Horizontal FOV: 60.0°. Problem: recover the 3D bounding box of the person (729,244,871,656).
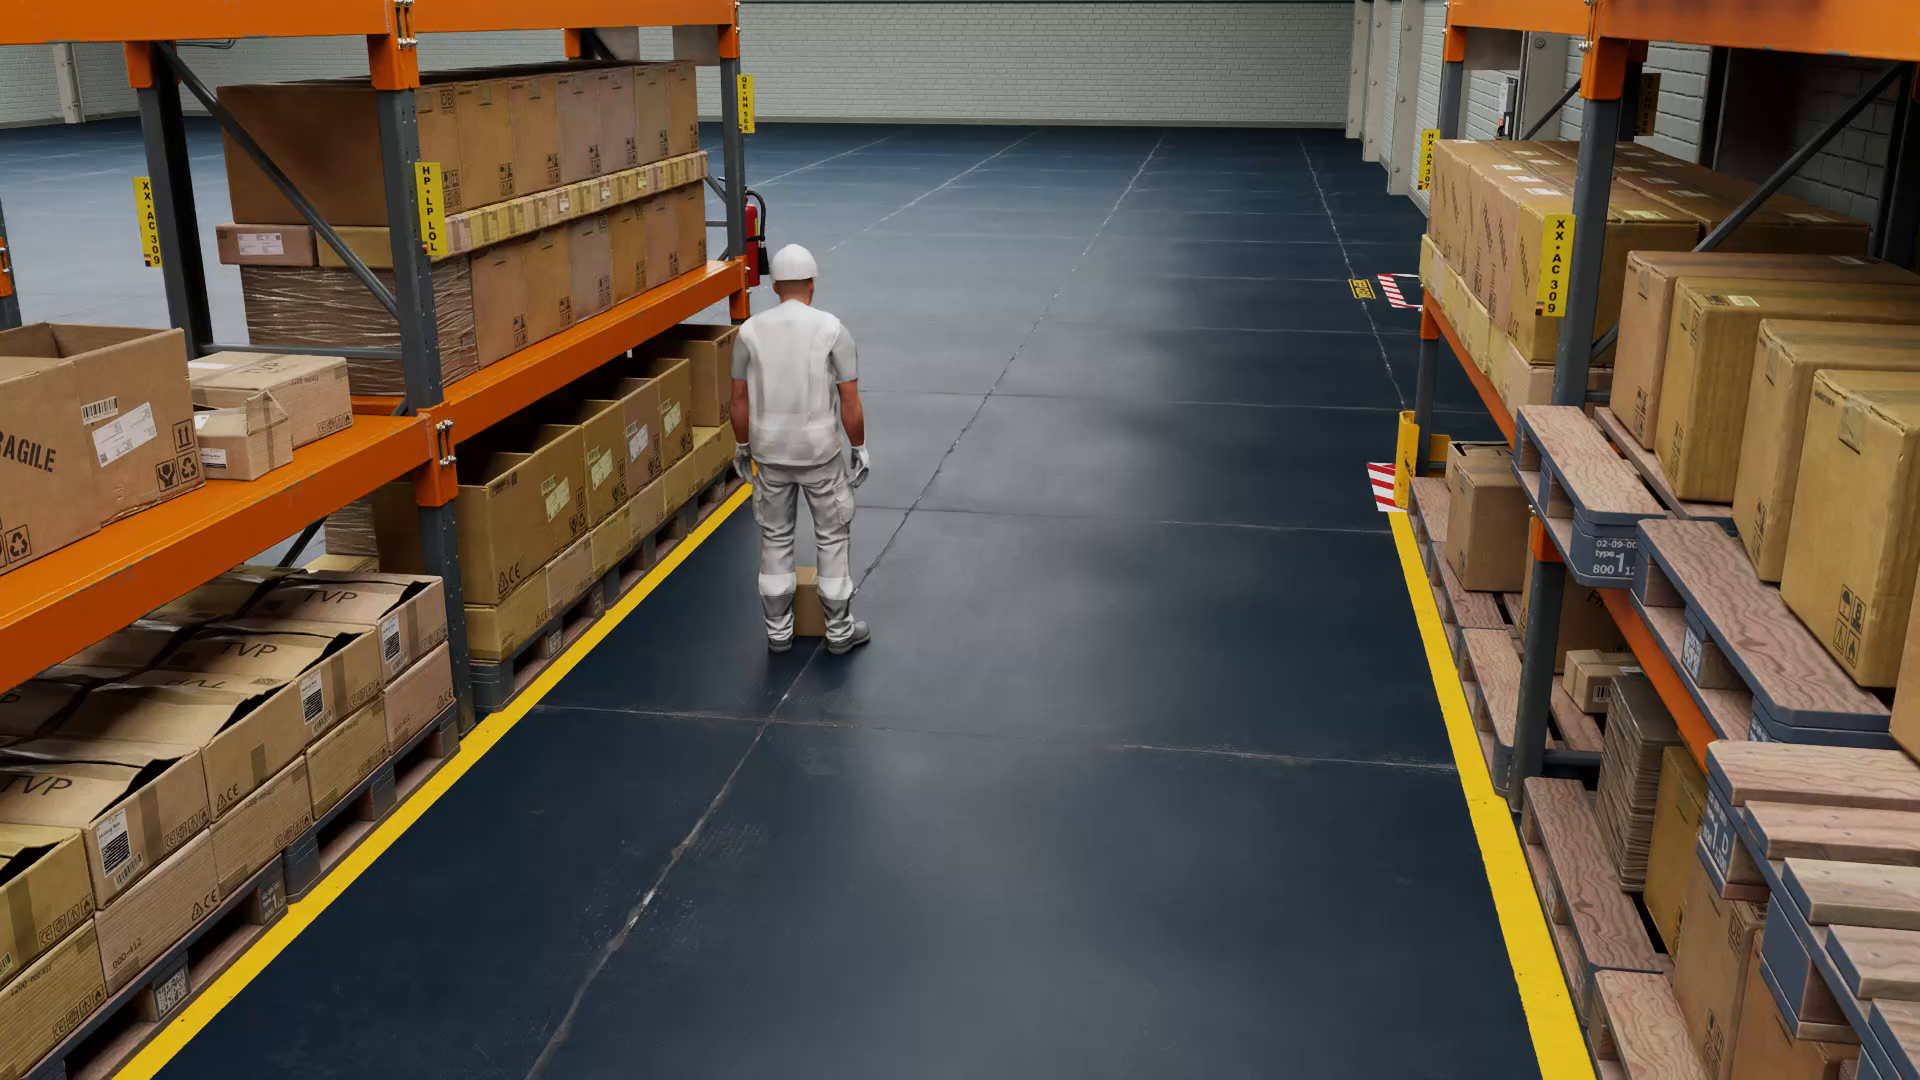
[{"bbox_3d":[-0.689,-0.377,7.210,0.609,1.779,0.454,3,18,8],"label":"person"}]
